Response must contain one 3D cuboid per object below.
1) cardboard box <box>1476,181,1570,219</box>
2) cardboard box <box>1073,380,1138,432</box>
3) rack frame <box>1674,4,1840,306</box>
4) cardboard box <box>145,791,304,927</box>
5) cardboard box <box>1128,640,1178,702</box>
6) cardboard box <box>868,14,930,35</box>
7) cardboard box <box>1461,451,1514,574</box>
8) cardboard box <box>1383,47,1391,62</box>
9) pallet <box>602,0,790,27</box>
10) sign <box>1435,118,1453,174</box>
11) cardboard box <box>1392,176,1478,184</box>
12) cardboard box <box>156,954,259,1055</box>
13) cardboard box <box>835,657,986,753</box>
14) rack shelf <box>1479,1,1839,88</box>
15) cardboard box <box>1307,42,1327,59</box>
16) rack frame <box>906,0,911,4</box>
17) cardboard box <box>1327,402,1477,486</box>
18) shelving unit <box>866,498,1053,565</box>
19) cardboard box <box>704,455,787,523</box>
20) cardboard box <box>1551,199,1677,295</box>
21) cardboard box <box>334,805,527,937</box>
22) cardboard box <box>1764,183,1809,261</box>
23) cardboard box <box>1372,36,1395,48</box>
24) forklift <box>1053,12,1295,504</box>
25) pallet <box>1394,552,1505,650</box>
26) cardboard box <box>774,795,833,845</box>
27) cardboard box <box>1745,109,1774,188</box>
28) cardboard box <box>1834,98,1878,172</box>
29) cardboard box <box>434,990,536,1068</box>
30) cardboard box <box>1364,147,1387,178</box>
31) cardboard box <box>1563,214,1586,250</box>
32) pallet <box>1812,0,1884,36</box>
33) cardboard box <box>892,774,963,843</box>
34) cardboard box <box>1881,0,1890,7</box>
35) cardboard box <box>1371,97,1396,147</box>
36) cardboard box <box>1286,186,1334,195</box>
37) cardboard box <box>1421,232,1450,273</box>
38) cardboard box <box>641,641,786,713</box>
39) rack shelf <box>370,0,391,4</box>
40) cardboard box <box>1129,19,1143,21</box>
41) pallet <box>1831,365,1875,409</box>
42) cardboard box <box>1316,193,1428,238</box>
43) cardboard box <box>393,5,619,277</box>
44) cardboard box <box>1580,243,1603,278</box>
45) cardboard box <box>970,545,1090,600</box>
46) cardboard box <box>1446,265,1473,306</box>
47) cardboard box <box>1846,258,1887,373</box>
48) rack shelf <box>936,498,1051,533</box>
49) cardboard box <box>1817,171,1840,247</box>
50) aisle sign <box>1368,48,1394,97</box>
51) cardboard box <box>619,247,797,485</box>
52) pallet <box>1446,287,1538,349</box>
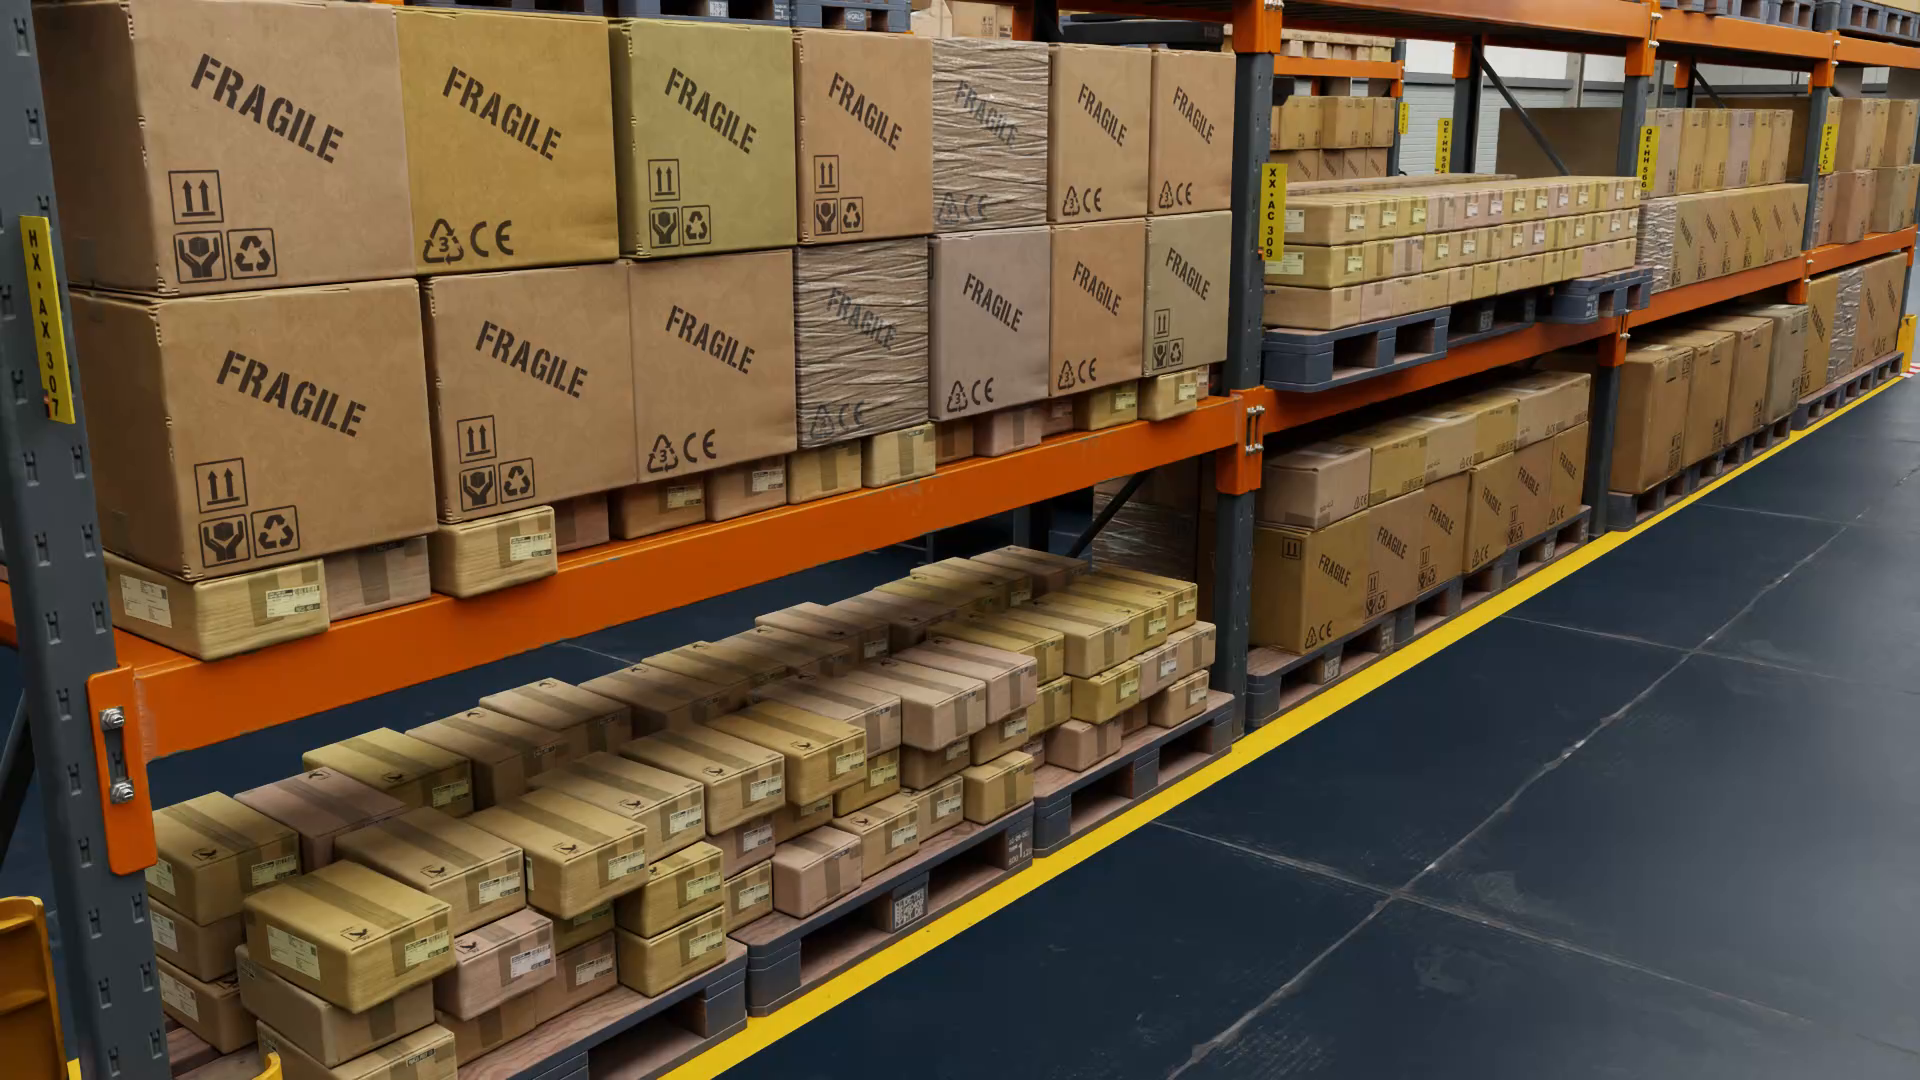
[{"bbox_3d":[2.553,-1.557,7.608,0.380,0.149,0.250,11,18,38],"label":"cardboard box"},{"bbox_3d":[0.347,-0.460,5.350,0.380,0.149,0.250,12,19,40],"label":"cardboard box"},{"bbox_3d":[5.664,-2.313,12.134,1.000,3.000,0.127,11,18,38],"label":"rack frame"},{"bbox_3d":[-1.743,0.735,3.867,0.380,0.149,0.250,12,18,38],"label":"cardboard box"},{"bbox_3d":[0.525,0.417,5.723,0.380,0.149,0.250,10,17,35],"label":"cardboard box"},{"bbox_3d":[-0.434,-3.659,11.853,0.380,0.149,0.250,11,18,38],"label":"cardboard box"},{"bbox_3d":[2.290,-0.169,7.921,0.500,0.500,0.500,10,18,35],"label":"cardboard box"},{"bbox_3d":[4.257,-5.046,17.311,0.380,0.149,0.250,11,18,38],"label":"cardboard box"},{"bbox_3d":[-1.828,-3.309,10.349,1.003,0.211,1.213,12,19,40],"label":"pallet"},{"bbox_3d":[2.716,-2.193,9.311,0.100,0.325,0.005,11,18,38],"label":"sign"},{"bbox_3d":[2.384,-1.760,8.408,0.380,0.149,0.250,11,18,37],"label":"cardboard box"},{"bbox_3d":[-1.710,1.031,3.911,0.380,0.149,0.250,12,18,38],"label":"cardboard box"},{"bbox_3d":[-0.148,0.479,4.874,0.380,0.149,0.250,10,18,36],"label":"cardboard box"},{"bbox_3d":[4.407,-3.035,10.345,1.077,0.370,4.000,11,18,38],"label":"rack shelf"},{"bbox_3d":[3.327,-4.745,16.126,0.380,0.149,0.250,11,18,37],"label":"cardboard box"},{"bbox_3d":[-0.764,-5.201,11.319,1.000,3.000,0.127,11,18,38],"label":"rack frame"},{"bbox_3d":[1.962,-0.436,7.447,0.500,0.250,0.500,12,19,40],"label":"cardboard box"},{"bbox_3d":[-0.004,-0.544,8.979,0.538,1.125,1.048,11,18,38],"label":"shelving unit"},{"bbox_3d":[-0.658,-0.164,4.187,0.380,0.149,0.250,11,18,36],"label":"cardboard box"},{"bbox_3d":[3.642,-1.639,9.280,0.500,0.500,0.500,12,18,38],"label":"cardboard box"},{"bbox_3d":[-1.205,0.756,3.783,0.380,0.149,0.250,12,18,39],"label":"cardboard box"},{"bbox_3d":[5.544,-2.220,11.565,0.500,0.500,0.500,11,18,37],"label":"cardboard box"},{"bbox_3d":[4.152,-5.211,17.151,0.500,0.250,0.500,11,18,37],"label":"cardboard box"},{"bbox_3d":[1.417,-1.904,10.664,1.130,2.935,3.031,10,17,35],"label":"forklift"},{"bbox_3d":[1.890,0.187,7.958,1.003,0.211,1.213,11,18,38],"label":"pallet"},{"bbox_3d":[-0.572,0.699,4.614,0.380,0.149,0.250,12,19,40],"label":"cardboard box"},{"bbox_3d":[5.034,-2.651,11.231,0.700,0.500,0.500,11,18,37],"label":"cardboard box"},{"bbox_3d":[6.624,-3.179,13.048,0.875,0.550,0.550,11,18,38],"label":"cardboard box"},{"bbox_3d":[-1.199,1.050,3.834,0.380,0.149,0.250,11,18,37],"label":"cardboard box"},{"bbox_3d":[4.137,-3.871,17.462,0.500,0.500,0.500,11,18,37],"label":"cardboard box"},{"bbox_3d":[2.706,-1.457,7.821,0.380,0.149,0.250,11,18,38],"label":"cardboard box"},{"bbox_3d":[6.186,-3.878,12.386,1.003,0.211,1.213,11,18,38],"label":"pallet"},{"bbox_3d":[-0.213,0.763,4.963,0.380,0.149,0.250,12,18,39],"label":"cardboard box"},{"bbox_3d":[6.795,-4.109,12.567,0.380,0.149,0.250,11,18,37],"label":"cardboard box"},{"bbox_3d":[4.113,-4.371,17.398,0.700,0.500,0.500,11,18,36],"label":"cardboard box"},{"bbox_3d":[1.390,-1.455,7.208,0.380,0.149,0.250,11,18,36],"label":"cardboard box"},{"bbox_3d":[1.727,-1.160,6.650,0.380,0.149,0.250,10,18,35],"label":"cardboard box"},{"bbox_3d":[-0.744,0.439,5.033,0.380,0.149,0.250,11,18,38],"label":"cardboard box"},{"bbox_3d":[-4.535,-2.249,7.254,1.077,0.370,4.000,11,18,38],"label":"rack shelf"},{"bbox_3d":[1.174,-4.413,13.763,0.500,0.250,0.500,12,18,38],"label":"cardboard box"},{"bbox_3d":[6.969,-1.329,13.926,1.003,0.211,1.213,11,18,38],"label":"pallet"},{"bbox_3d":[1.575,-1.258,6.431,0.380,0.149,0.250,11,18,38],"label":"cardboard box"},{"bbox_3d":[-1.078,-0.834,3.476,0.500,0.500,0.500,12,19,39],"label":"cardboard box"},{"bbox_3d":[2.878,-1.366,8.065,0.380,0.149,0.250,12,18,38],"label":"cardboard box"},{"bbox_3d":[0.258,0.143,6.195,0.380,0.149,0.250,12,19,40],"label":"cardboard box"},{"bbox_3d":[1.889,-1.064,6.878,0.380,0.149,0.250,10,18,35],"label":"cardboard box"},{"bbox_3d":[7.252,-1.943,14.143,0.875,0.875,0.875,11,18,37],"label":"cardboard box"},{"bbox_3d":[-0.004,-0.307,9.040,0.538,0.278,1.000,11,18,38],"label":"rack shelf"},{"bbox_3d":[6.214,-2.567,12.829,0.875,0.550,0.550,11,18,38],"label":"cardboard box"},{"bbox_3d":[4.529,-5.052,17.638,0.394,0.787,0.004,11,18,38],"label":"aisle sign"},{"bbox_3d":[-0.747,-0.449,3.989,0.500,0.500,0.500,12,18,38],"label":"cardboard box"},{"bbox_3d":[1.937,-1.068,7.625,1.003,0.211,1.213,11,18,38],"label":"pallet"}]
